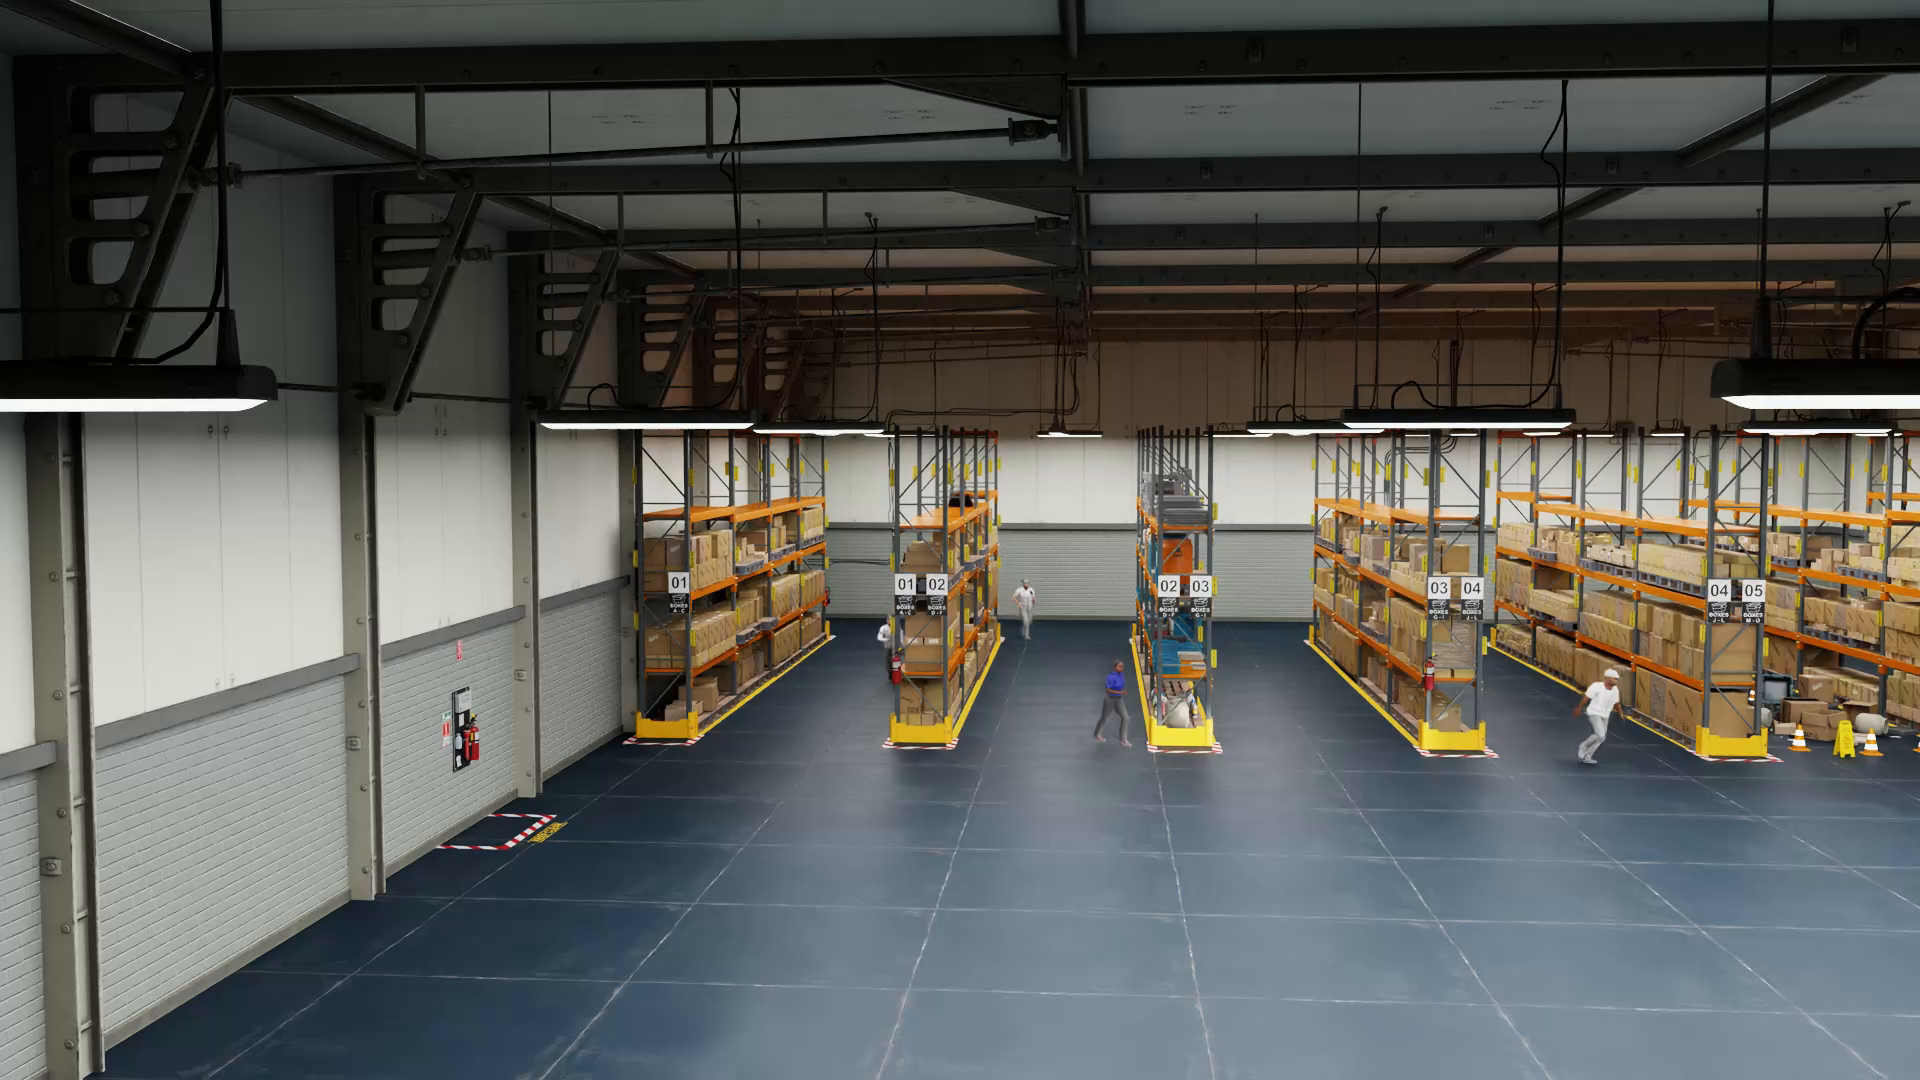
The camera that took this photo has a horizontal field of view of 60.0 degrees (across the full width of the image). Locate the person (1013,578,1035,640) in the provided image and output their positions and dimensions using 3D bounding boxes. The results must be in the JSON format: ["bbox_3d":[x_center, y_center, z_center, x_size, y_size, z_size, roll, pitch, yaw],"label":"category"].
[{"bbox_3d":[1.860,1.967,48.015,0.675,1.761,0.722,-1,4,-21],"label":"person"}]

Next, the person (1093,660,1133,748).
[{"bbox_3d":[2.851,3.083,31.024,0.589,1.521,0.939,-3,4,-39],"label":"person"}]

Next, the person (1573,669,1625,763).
[{"bbox_3d":[11.307,3.102,29.369,0.691,1.685,0.753,-2,4,-28],"label":"person"}]

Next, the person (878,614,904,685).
[{"bbox_3d":[-1.627,2.540,39.146,0.607,1.655,0.935,0,3,0],"label":"person"}]
